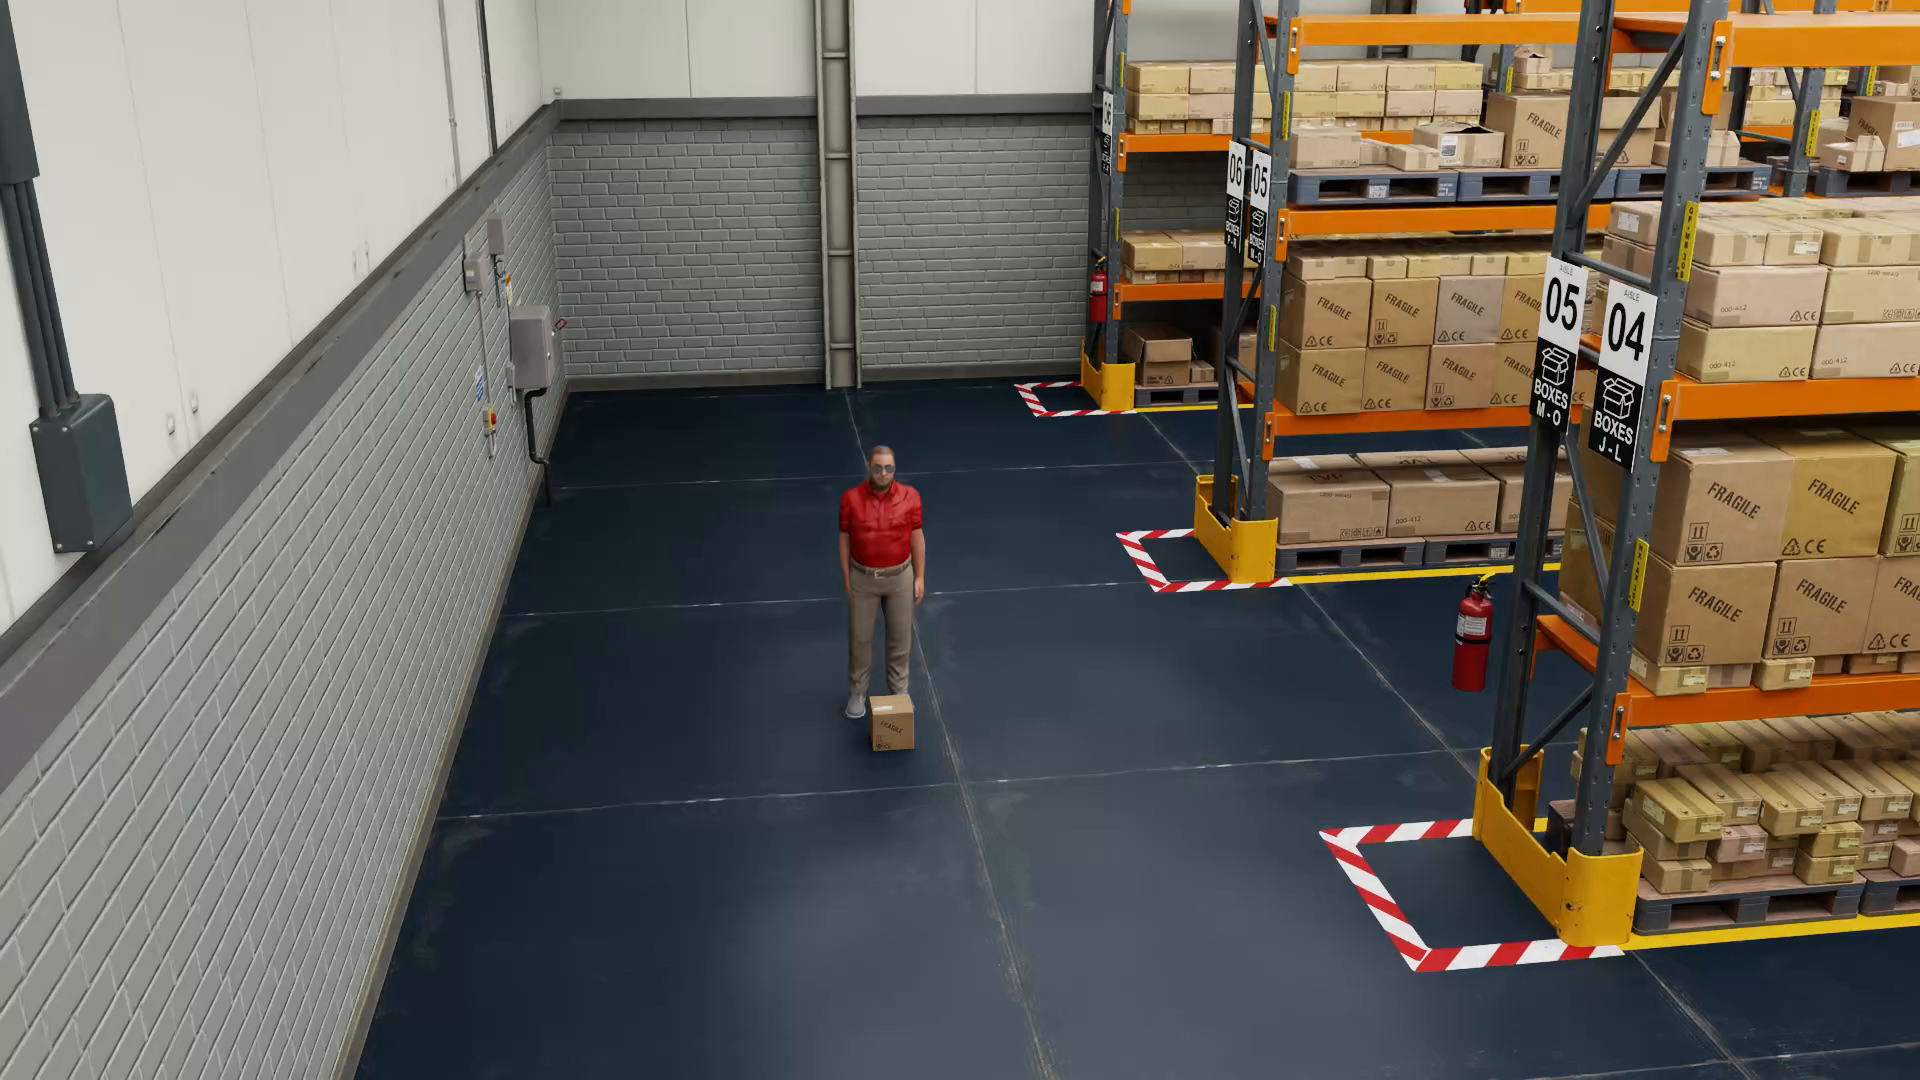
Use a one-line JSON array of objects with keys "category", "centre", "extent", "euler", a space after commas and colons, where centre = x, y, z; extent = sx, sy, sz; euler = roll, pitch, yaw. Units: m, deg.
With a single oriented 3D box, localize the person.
[{"category": "person", "centre": [-0.480, 0.262, 10.386], "extent": [0.533, 1.736, 0.361], "euler": [-3, 20, -7]}]
